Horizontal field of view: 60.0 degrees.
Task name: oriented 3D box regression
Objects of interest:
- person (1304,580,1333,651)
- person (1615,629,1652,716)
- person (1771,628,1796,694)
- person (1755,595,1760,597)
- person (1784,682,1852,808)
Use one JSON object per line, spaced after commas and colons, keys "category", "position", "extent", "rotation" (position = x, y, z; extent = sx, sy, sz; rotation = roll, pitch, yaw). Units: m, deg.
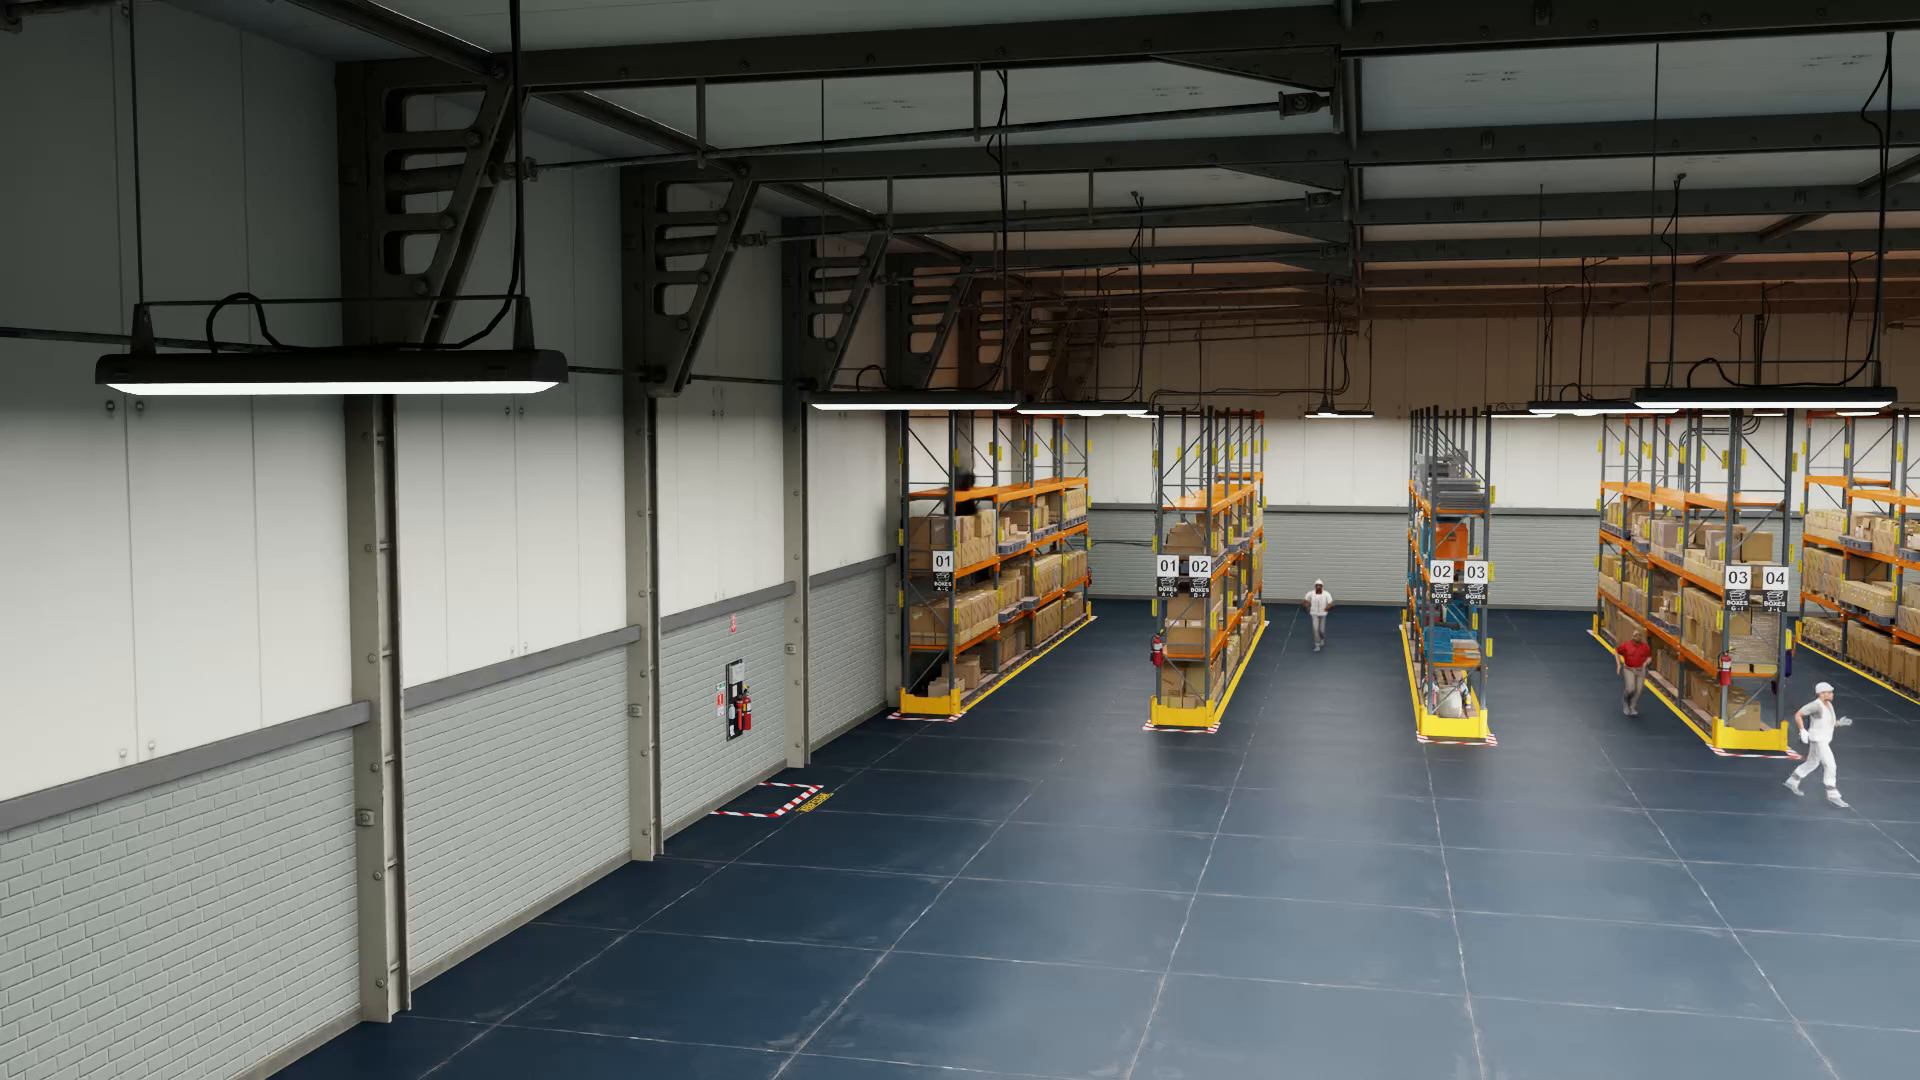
{"category": "person", "position": [8.944, 1.867, 41.511], "extent": [0.706, 1.758, 0.791], "rotation": [1, 4, 11]}
{"category": "person", "position": [13.027, 2.566, 32.103], "extent": [0.638, 1.688, 0.741], "rotation": [1, 4, 8]}
{"category": "person", "position": [17.217, 2.432, 34.880], "extent": [0.633, 1.612, 0.606], "rotation": [1, 4, 10]}
{"category": "person", "position": [20.592, 1.779, 43.499], "extent": [0.782, 1.683, 0.651], "rotation": [-3, 5, -36]}
{"category": "person", "position": [12.811, 3.021, 24.826], "extent": [0.936, 1.815, 0.655], "rotation": [4, 6, 44]}
